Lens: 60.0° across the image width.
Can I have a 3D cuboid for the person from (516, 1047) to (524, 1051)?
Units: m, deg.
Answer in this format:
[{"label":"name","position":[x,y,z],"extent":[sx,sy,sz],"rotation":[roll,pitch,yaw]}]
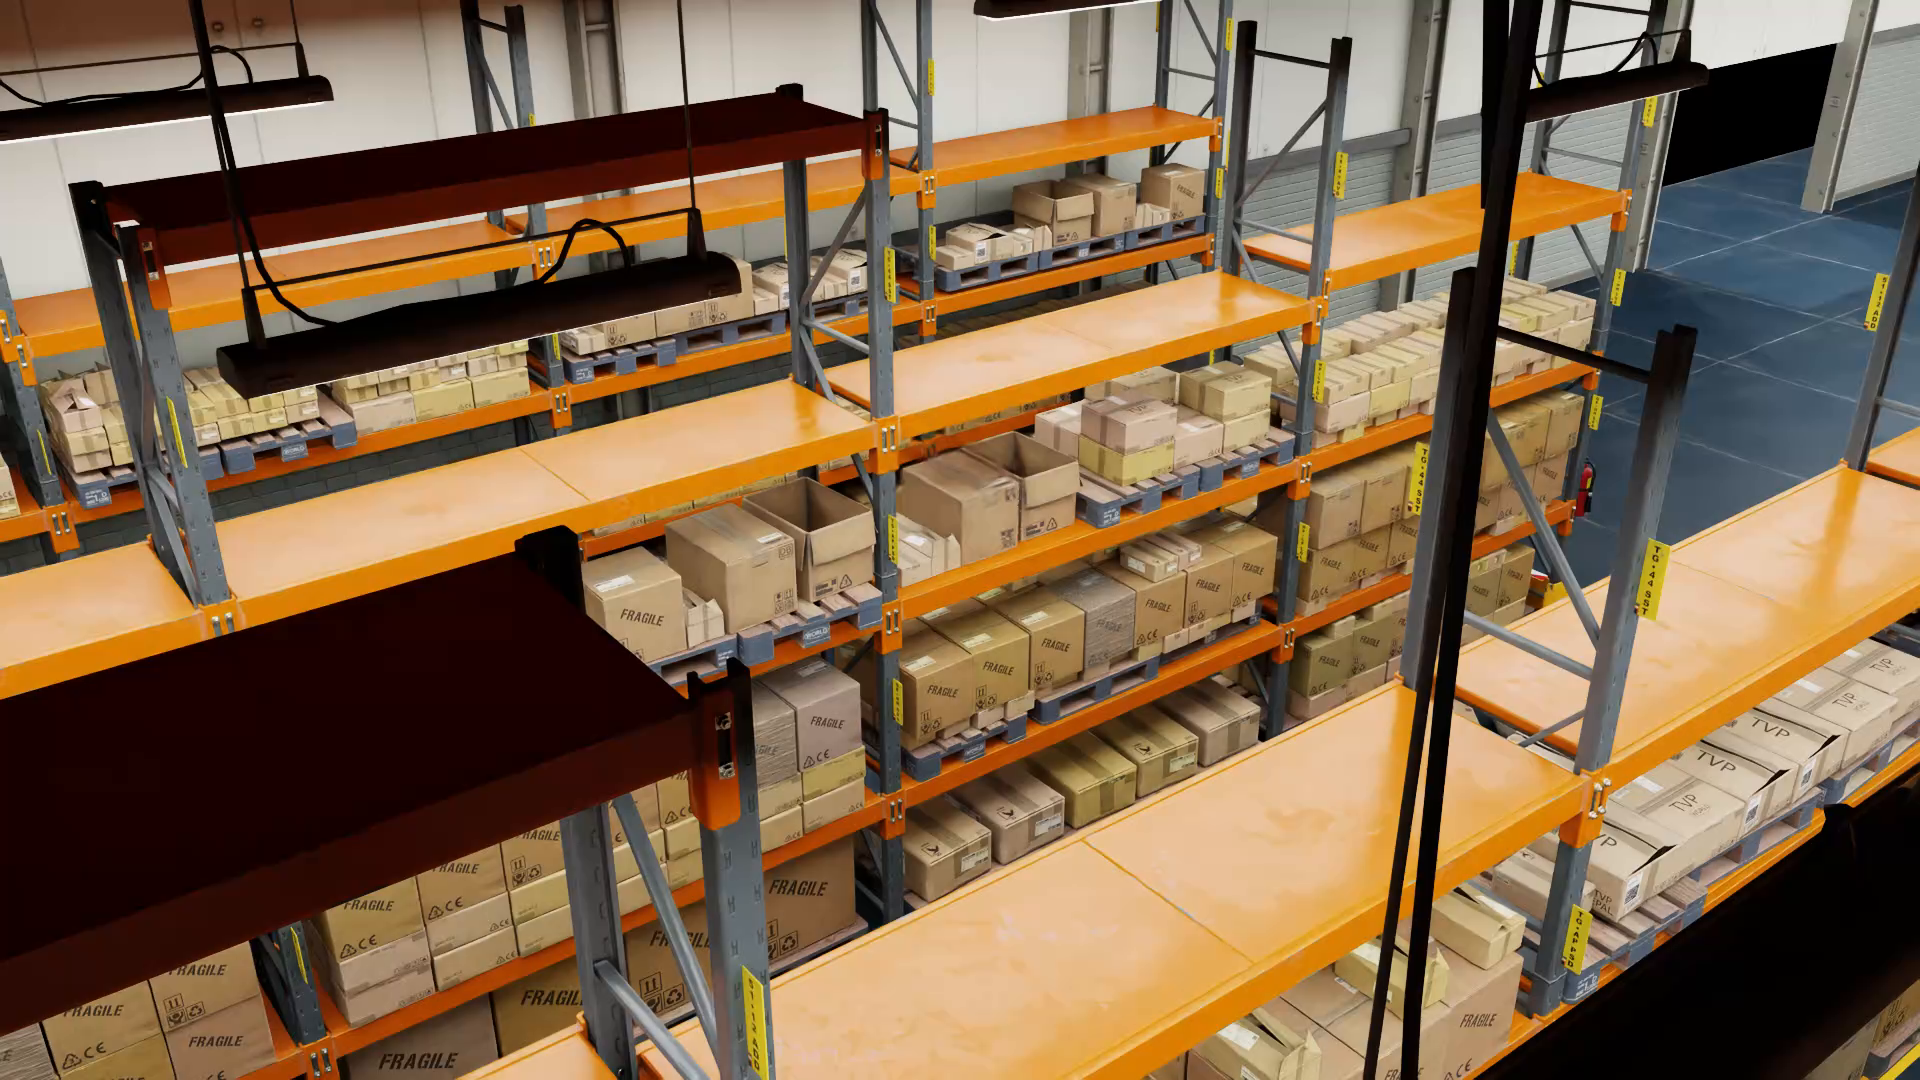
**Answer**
[{"label":"person","position":[-2.270,3.414,9.165],"extent":[0.598,1.721,0.506],"rotation":[3,26,6]}]
